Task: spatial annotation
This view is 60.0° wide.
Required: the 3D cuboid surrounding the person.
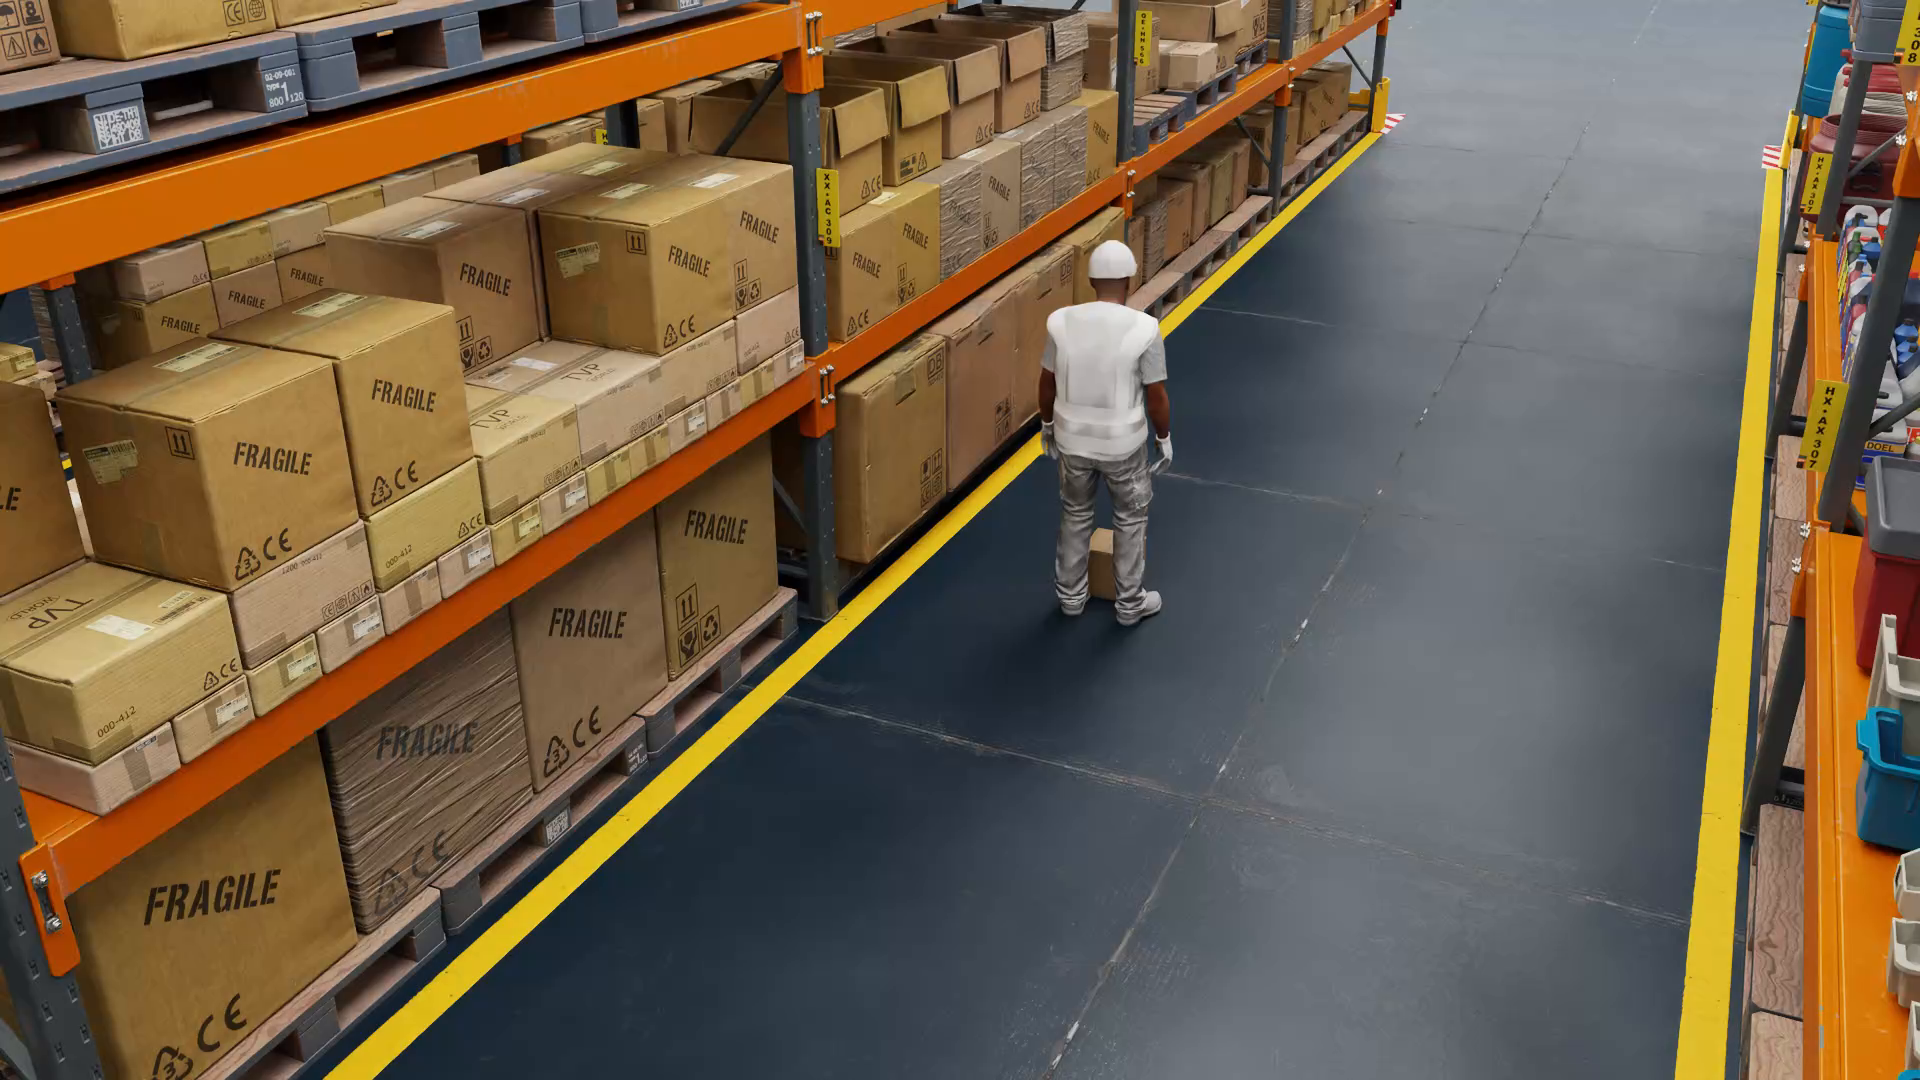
[{"bbox_3d":[0.661,-0.470,7.569,0.624,1.774,0.454,11,28,21],"label":"person"}]
